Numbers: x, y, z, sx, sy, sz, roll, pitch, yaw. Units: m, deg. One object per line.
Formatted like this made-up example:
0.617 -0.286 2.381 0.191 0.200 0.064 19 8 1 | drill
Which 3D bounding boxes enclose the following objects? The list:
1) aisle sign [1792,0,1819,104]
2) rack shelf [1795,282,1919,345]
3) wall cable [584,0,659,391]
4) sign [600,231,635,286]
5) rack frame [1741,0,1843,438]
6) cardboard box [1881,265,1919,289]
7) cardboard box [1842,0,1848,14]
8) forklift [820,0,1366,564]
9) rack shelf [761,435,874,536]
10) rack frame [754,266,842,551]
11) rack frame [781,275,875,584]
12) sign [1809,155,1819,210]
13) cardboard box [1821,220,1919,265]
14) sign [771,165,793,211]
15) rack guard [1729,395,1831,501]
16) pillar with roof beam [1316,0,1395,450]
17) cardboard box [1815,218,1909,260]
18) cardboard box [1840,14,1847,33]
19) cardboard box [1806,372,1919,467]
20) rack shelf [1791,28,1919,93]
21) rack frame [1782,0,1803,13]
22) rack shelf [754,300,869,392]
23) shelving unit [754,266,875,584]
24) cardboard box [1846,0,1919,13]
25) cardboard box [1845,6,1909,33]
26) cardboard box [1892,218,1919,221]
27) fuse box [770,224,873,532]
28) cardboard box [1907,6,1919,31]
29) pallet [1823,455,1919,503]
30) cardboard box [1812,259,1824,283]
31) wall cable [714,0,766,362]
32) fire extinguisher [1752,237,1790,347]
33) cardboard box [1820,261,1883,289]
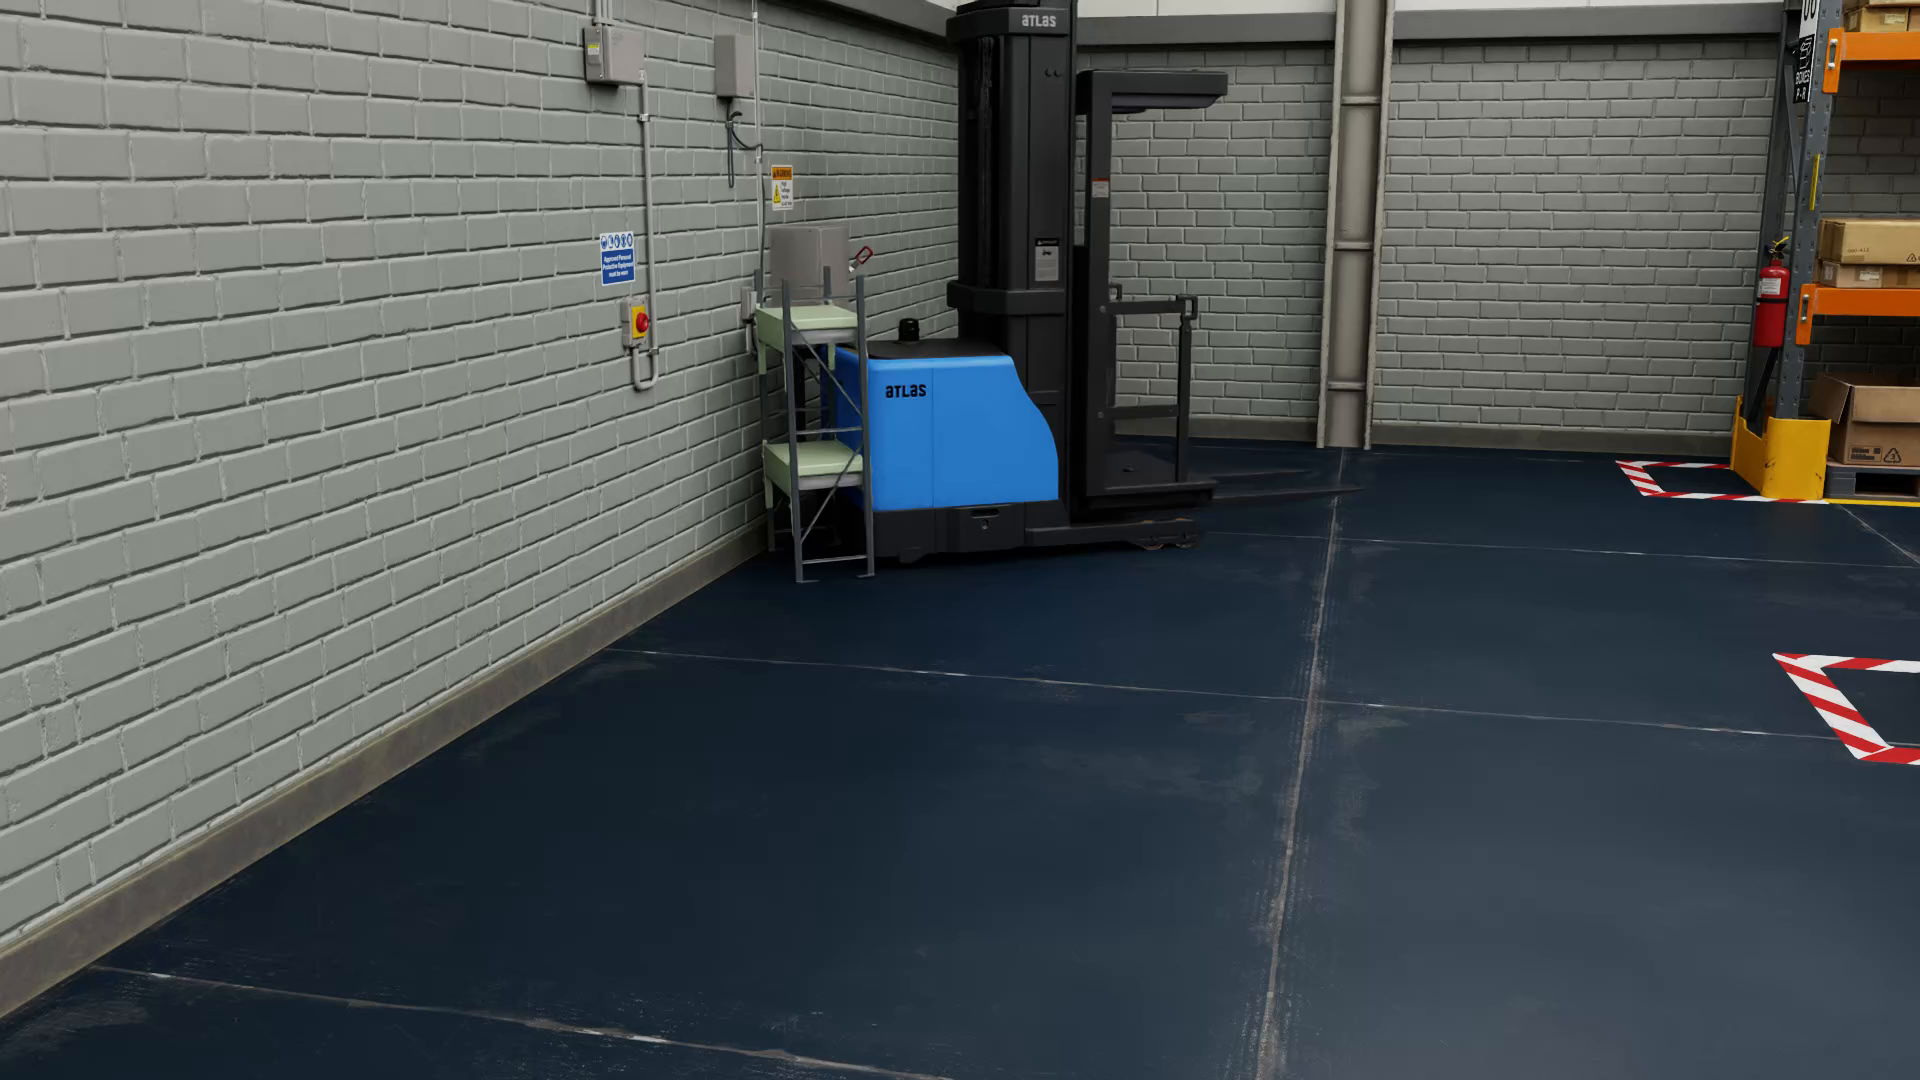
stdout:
5.131 -3.053 10.067 0.004 0.787 0.394 3 13 14 | aisle sign
7.209 -1.387 10.221 4.000 0.370 1.077 3 13 14 | rack shelf
-1.398 -1.597 7.088 0.123 1.953 0.585 3 13 14 | wall cable
-1.469 -1.211 7.141 0.001 0.218 0.327 3 13 14 | sign
5.267 -1.842 10.611 0.127 3.000 1.000 3 13 14 | rack frame
5.779 -1.641 10.285 0.250 0.149 0.380 3 13 15 | cardboard box
5.764 -3.413 10.424 0.500 0.250 0.500 3 13 13 | cardboard box
0.789 -1.476 9.120 3.031 2.935 1.130 -4 13 -18 | forklift
-0.740 -0.293 8.562 0.431 0.370 0.720 -5 14 -16 | rack shelf
-0.855 -0.688 8.828 0.400 1.500 0.023 -5 14 -16 | rack frame
-0.641 -0.532 8.146 0.400 1.500 0.023 -5 14 -16 | rack frame
5.138 -2.150 10.003 0.005 0.325 0.100 3 13 14 | sign
5.643 -1.834 10.233 0.500 0.250 0.500 3 13 14 | cardboard box
-0.968 -1.922 9.065 0.001 0.242 0.339 3 13 14 | sign
5.341 -0.618 10.864 0.348 0.500 1.175 3 13 14 | rack guard
1.834 -4.195 7.366 0.400 9.000 9.100 3 13 14 | pillar with roof beam
5.778 -1.946 10.739 0.500 0.250 0.500 3 13 15 | cardboard box
5.633 -3.216 10.457 0.250 0.149 0.380 3 13 15 | cardboard box
5.838 -0.777 10.603 0.637 0.503 0.797 3 13 11 | cardboard box
7.209 -2.851 9.896 4.000 0.370 1.077 3 13 14 | rack shelf
5.267 -4.771 9.961 0.127 3.000 1.000 3 13 14 | rack frame
-0.757 -0.990 8.398 0.431 0.370 0.720 -5 14 -16 | rack shelf
-0.748 -0.610 8.487 0.431 1.500 0.755 -5 14 -16 | shelving unit
5.633 -3.298 9.907 0.500 0.250 0.500 3 13 13 | cardboard box
5.521 -3.118 10.018 0.250 0.149 0.380 3 13 15 | cardboard box
6.278 -1.919 10.617 0.500 0.250 0.500 3 13 14 | cardboard box
-0.753 -0.891 9.298 0.414 1.711 0.539 3 13 14 | fuse box
5.782 -3.110 9.982 0.250 0.149 0.380 3 13 15 | cardboard box
6.115 -0.435 10.709 1.213 0.211 1.003 3 13 14 | pallet
5.653 -1.759 10.815 0.250 0.149 0.380 3 13 13 | cardboard box
-1.070 -1.881 8.439 0.122 1.984 0.588 3 13 14 | wall cable
5.014 -1.533 10.256 0.183 0.674 0.296 3 13 14 | fire extinguisher
5.521 -1.645 10.301 0.250 0.149 0.380 3 13 13 | cardboard box
